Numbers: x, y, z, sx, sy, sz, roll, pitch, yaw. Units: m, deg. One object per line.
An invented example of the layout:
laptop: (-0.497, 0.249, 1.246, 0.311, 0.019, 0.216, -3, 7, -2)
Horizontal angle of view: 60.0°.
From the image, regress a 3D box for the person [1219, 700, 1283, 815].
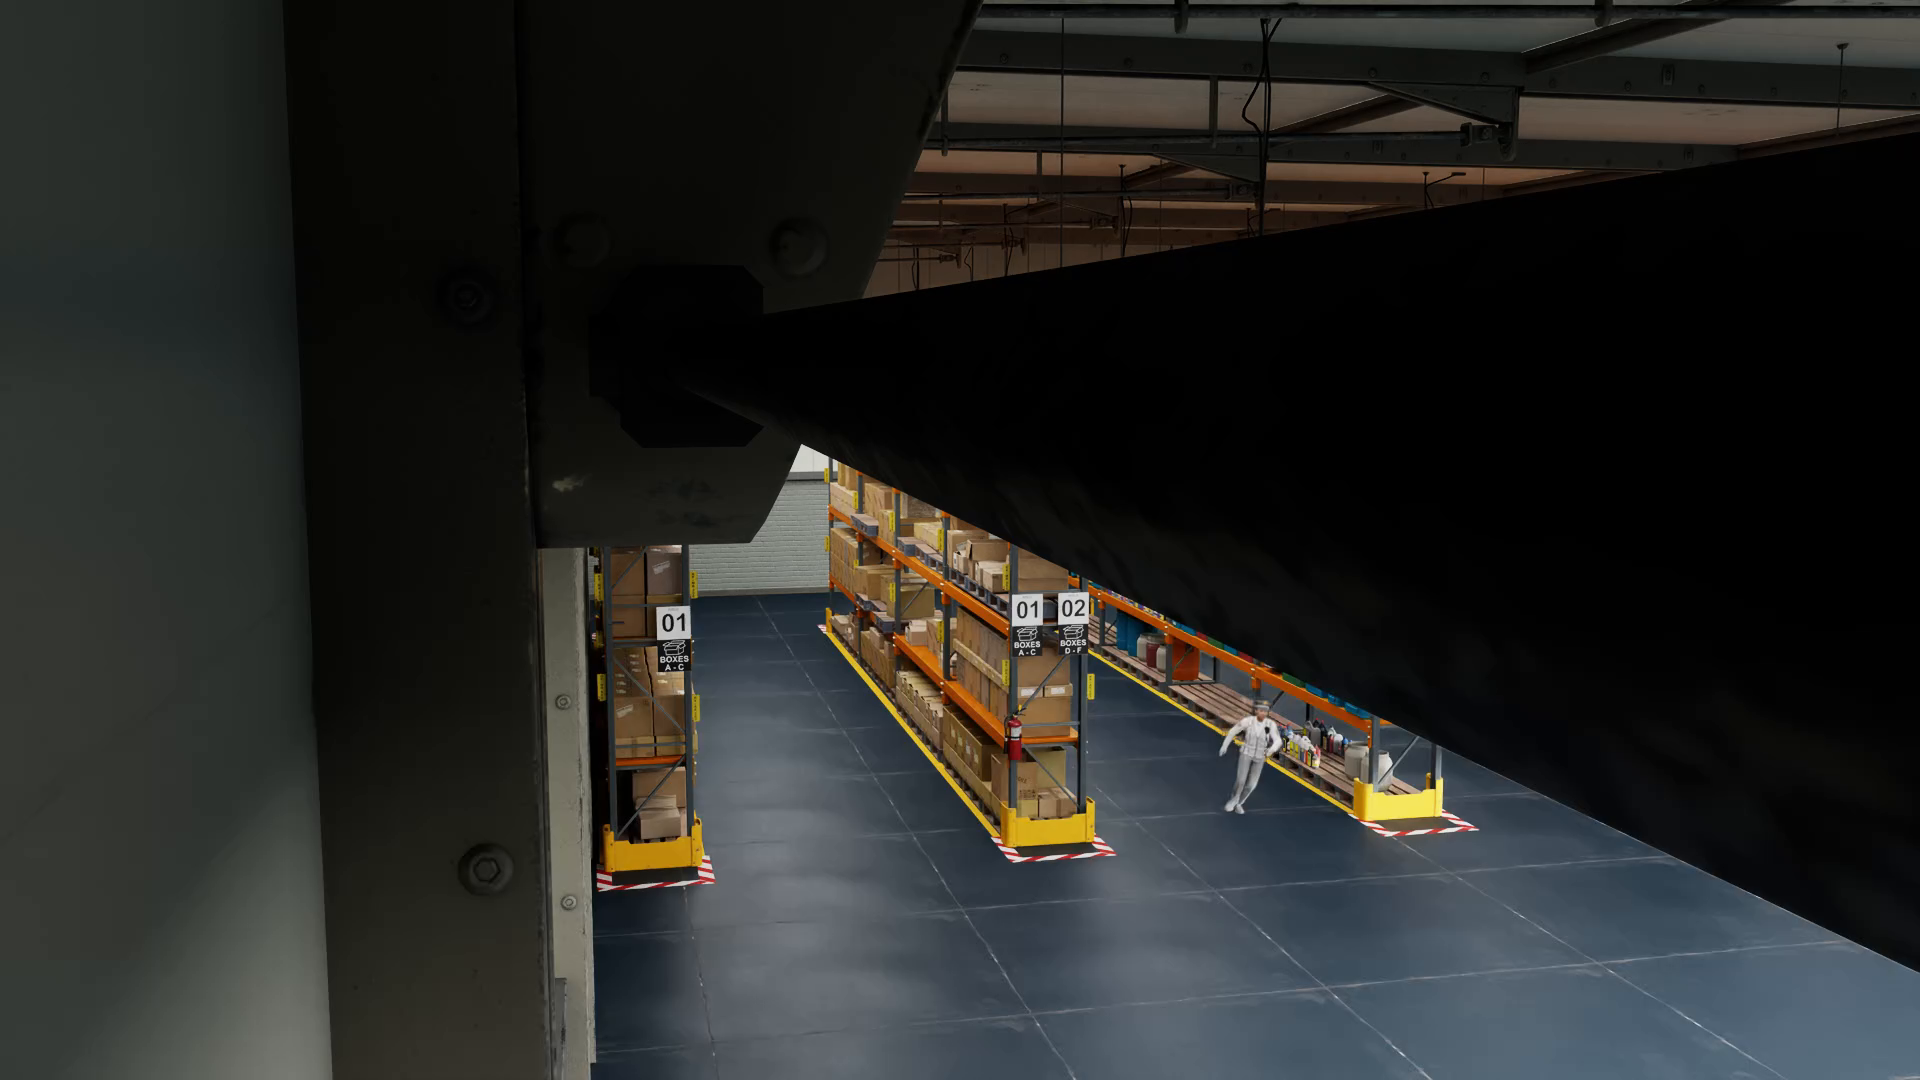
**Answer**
person: (3.930, 2.915, 22.290, 0.783, 1.584, 0.611, -1, 7, -5)
